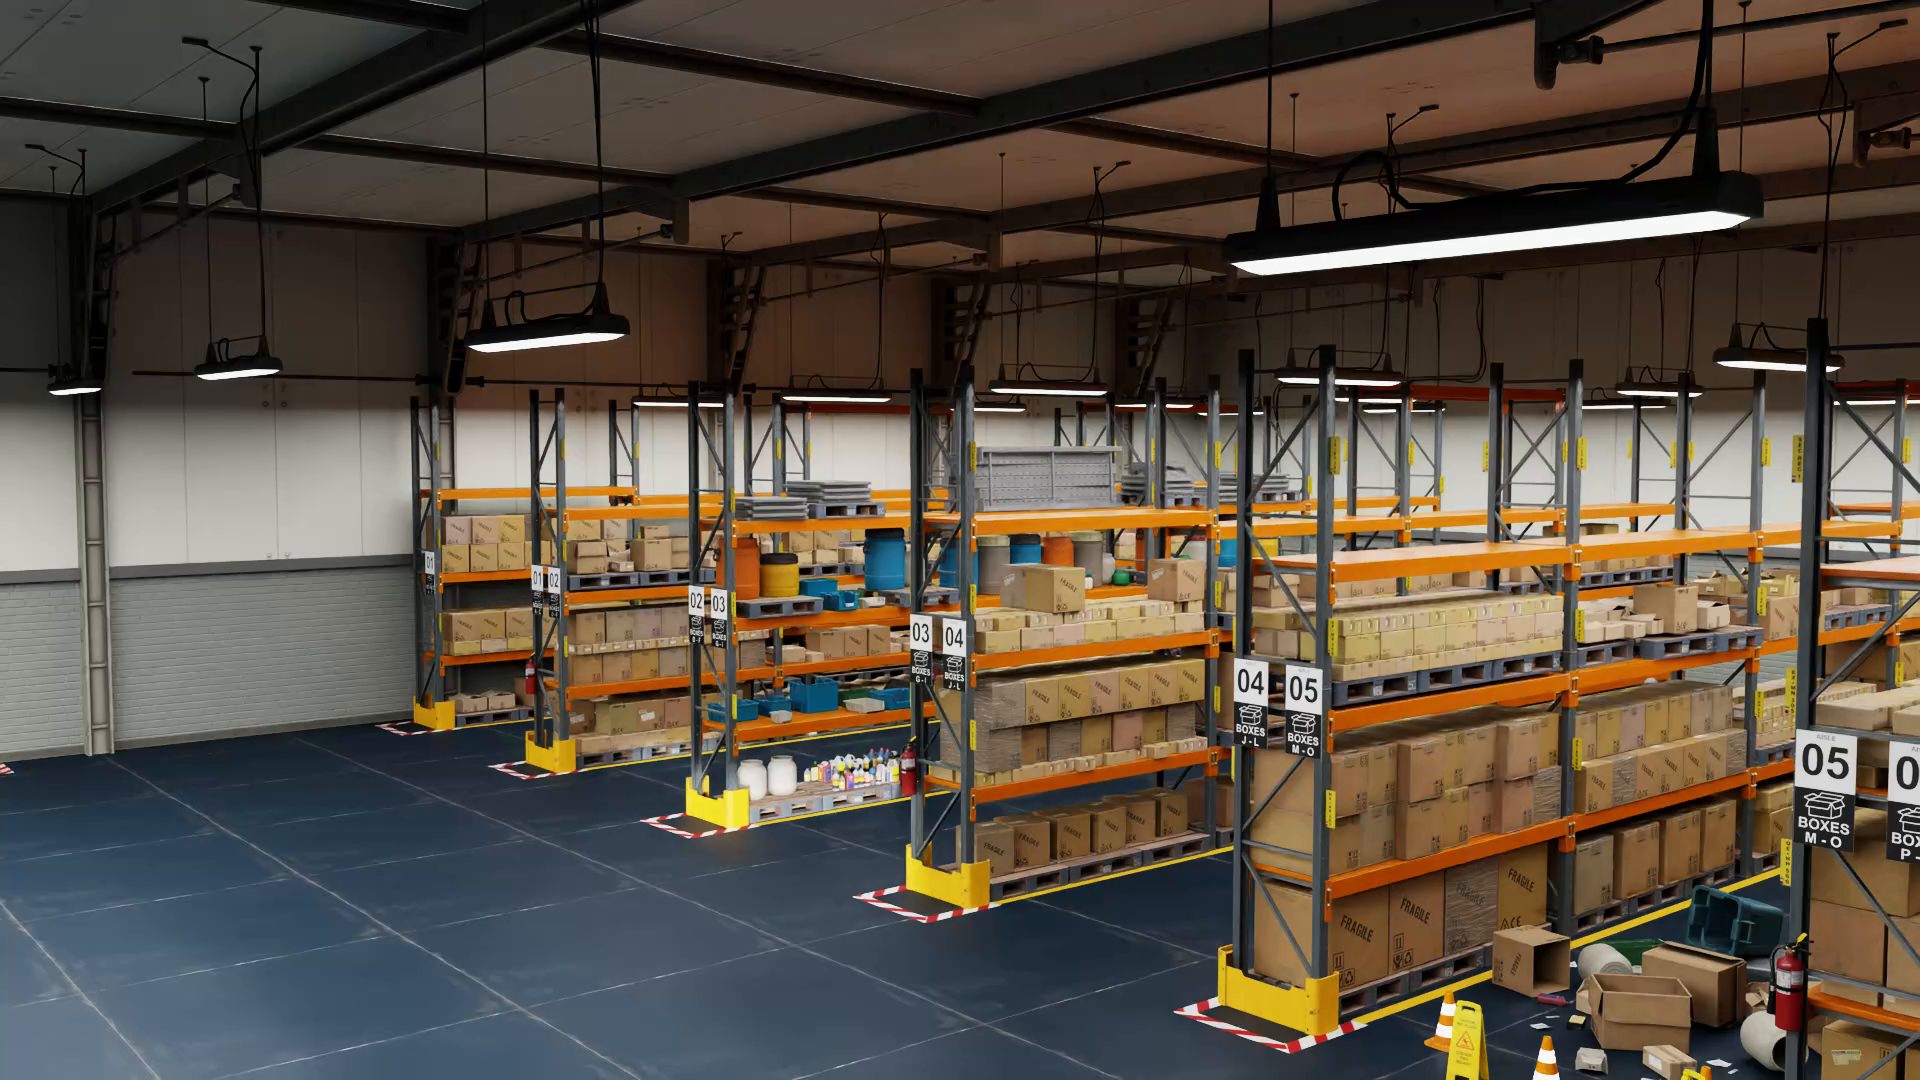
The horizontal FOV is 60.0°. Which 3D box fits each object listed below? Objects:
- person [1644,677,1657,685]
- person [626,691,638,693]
[{"bbox_3d":[10.242,2.881,24.743,0.503,1.661,0.543,-2,4,-26],"label":"person"},{"bbox_3d":[-5.875,2.552,29.537,0.561,1.789,0.675,2,4,27],"label":"person"}]
